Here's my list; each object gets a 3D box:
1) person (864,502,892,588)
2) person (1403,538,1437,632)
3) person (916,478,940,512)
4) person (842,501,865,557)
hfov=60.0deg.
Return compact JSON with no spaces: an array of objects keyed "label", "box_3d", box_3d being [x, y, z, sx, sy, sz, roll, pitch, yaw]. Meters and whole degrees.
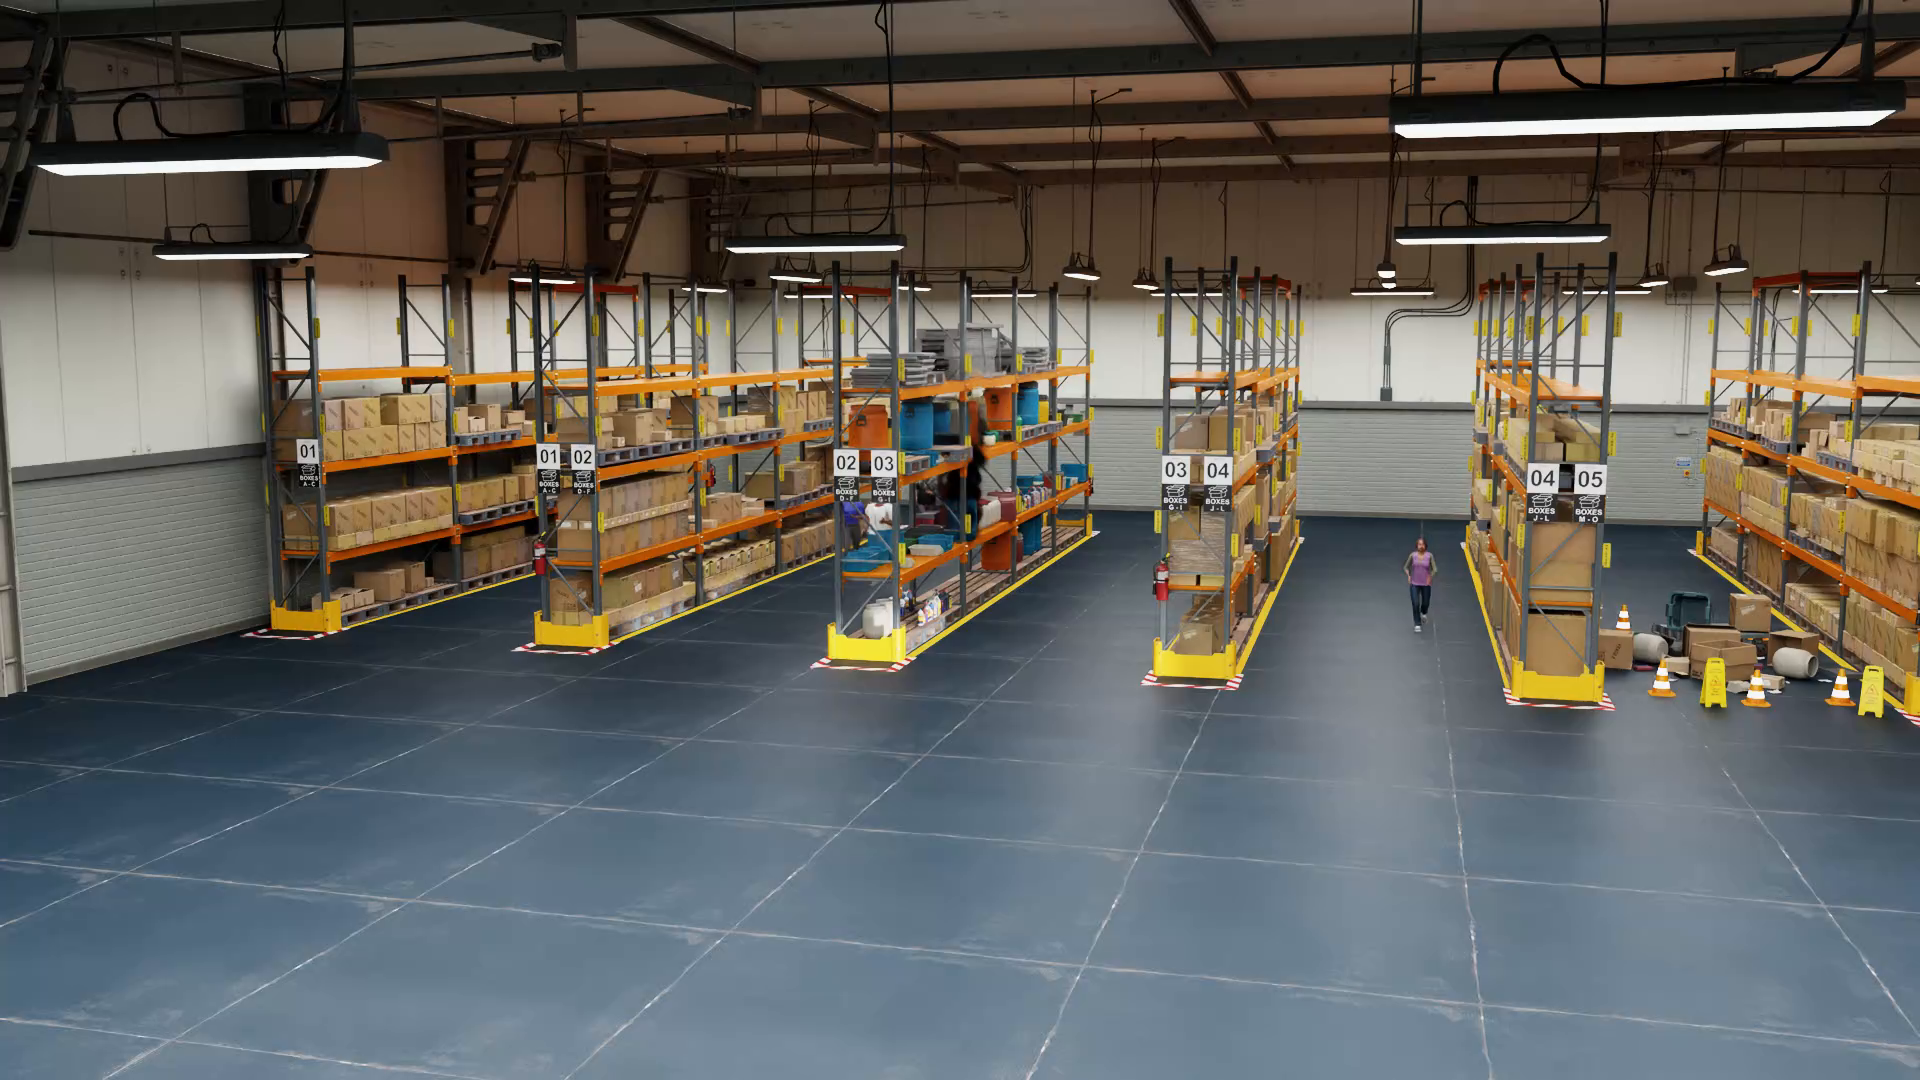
[{"label":"person","box_3d":[-1.527,-0.047,30.881,0.676,1.857,0.675,2,8,15]},{"label":"person","box_3d":[7.631,0.738,27.613,0.535,1.548,0.567,2,8,16]},{"label":"person","box_3d":[-0.781,-0.804,38.871,0.650,1.729,0.940,1,7,5]},{"label":"person","box_3d":[-2.076,-0.153,31.806,0.569,1.690,0.836,0,7,0]}]
